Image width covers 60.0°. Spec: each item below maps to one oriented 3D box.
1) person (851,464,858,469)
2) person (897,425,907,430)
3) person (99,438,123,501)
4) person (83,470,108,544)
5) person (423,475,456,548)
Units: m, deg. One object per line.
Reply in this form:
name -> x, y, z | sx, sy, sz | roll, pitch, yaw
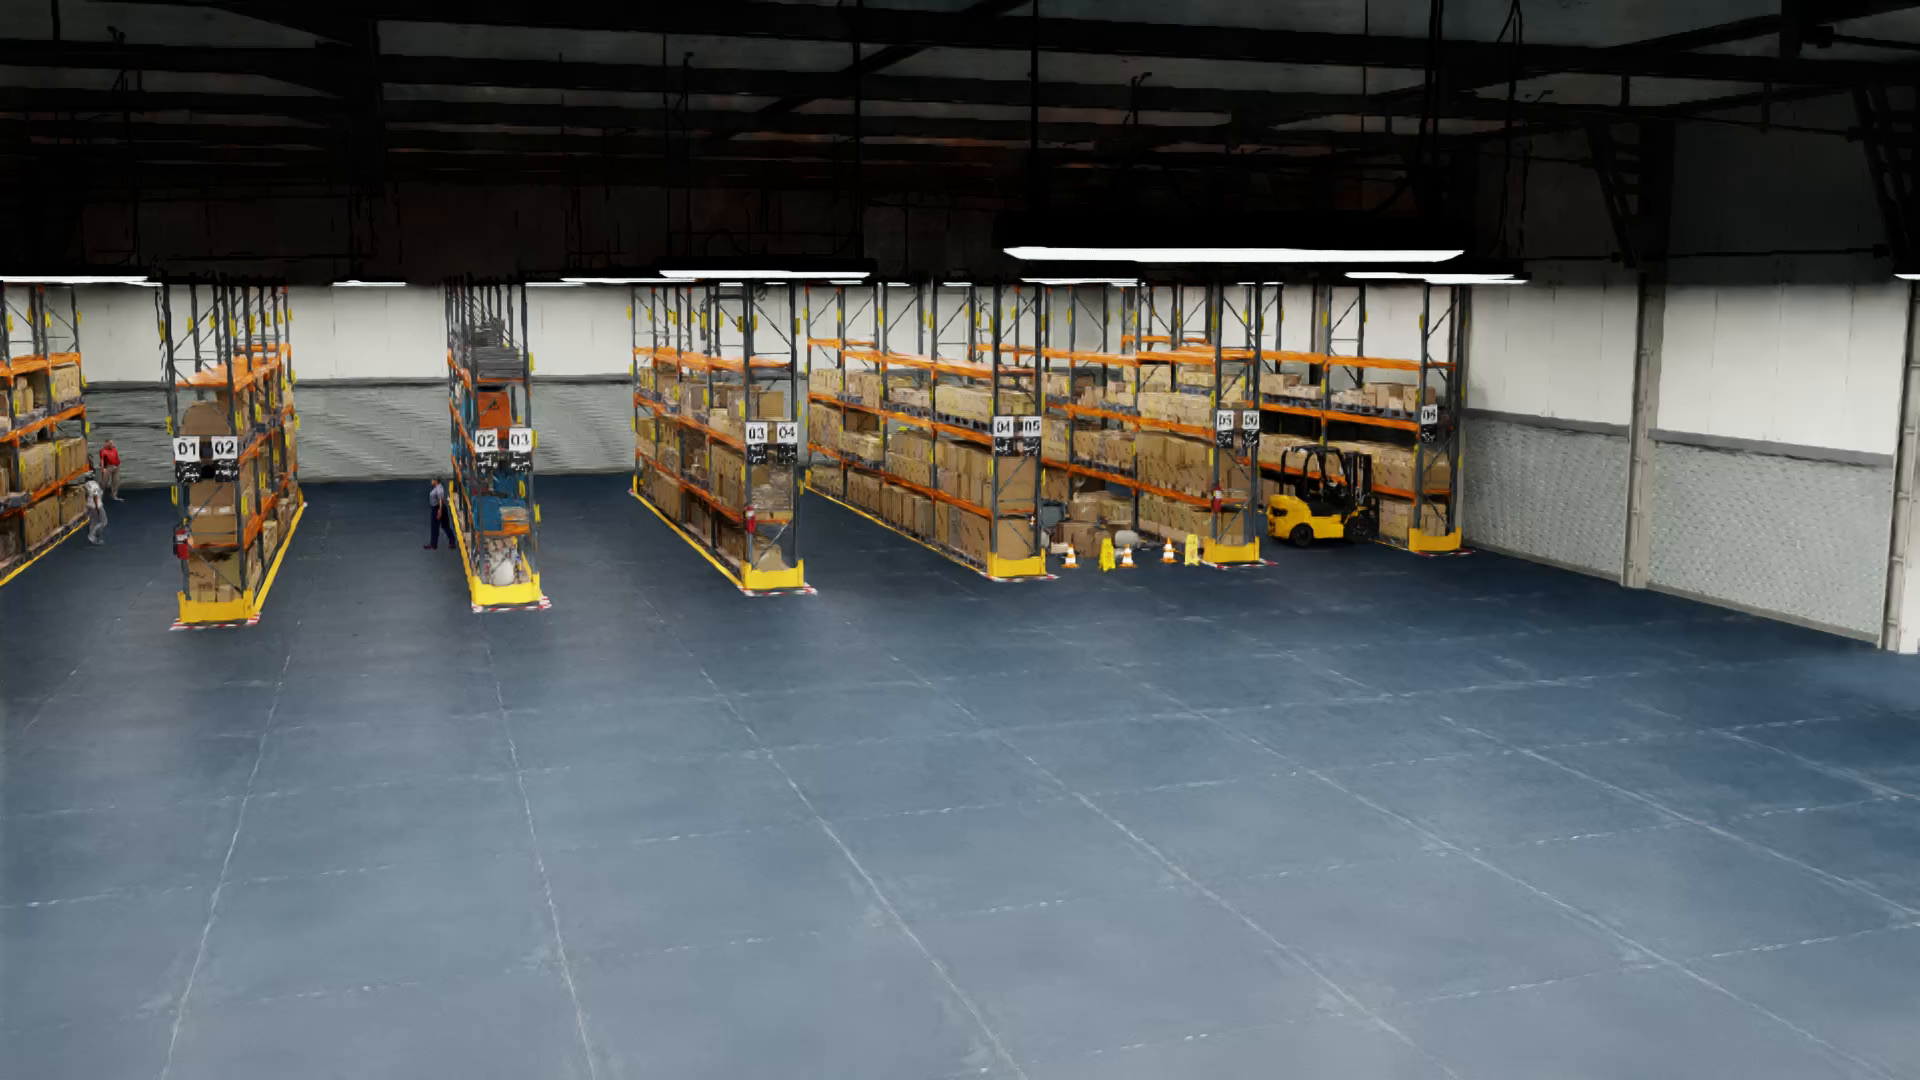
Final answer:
person -> -3.295, -2.830, 50.803 | 0.631, 1.776, 0.495 | 6, 10, 33
person -> -1.672, -2.451, 48.321 | 0.557, 1.764, 0.651 | 0, 9, 0
person -> -23.093, -1.894, 44.937 | 0.530, 1.719, 0.731 | 4, 10, 26
person -> -19.462, -0.729, 37.354 | 0.502, 1.674, 0.423 | 8, 11, 41
person -> -11.570, -0.637, 36.872 | 0.644, 1.631, 0.698 | -5, 10, -32
